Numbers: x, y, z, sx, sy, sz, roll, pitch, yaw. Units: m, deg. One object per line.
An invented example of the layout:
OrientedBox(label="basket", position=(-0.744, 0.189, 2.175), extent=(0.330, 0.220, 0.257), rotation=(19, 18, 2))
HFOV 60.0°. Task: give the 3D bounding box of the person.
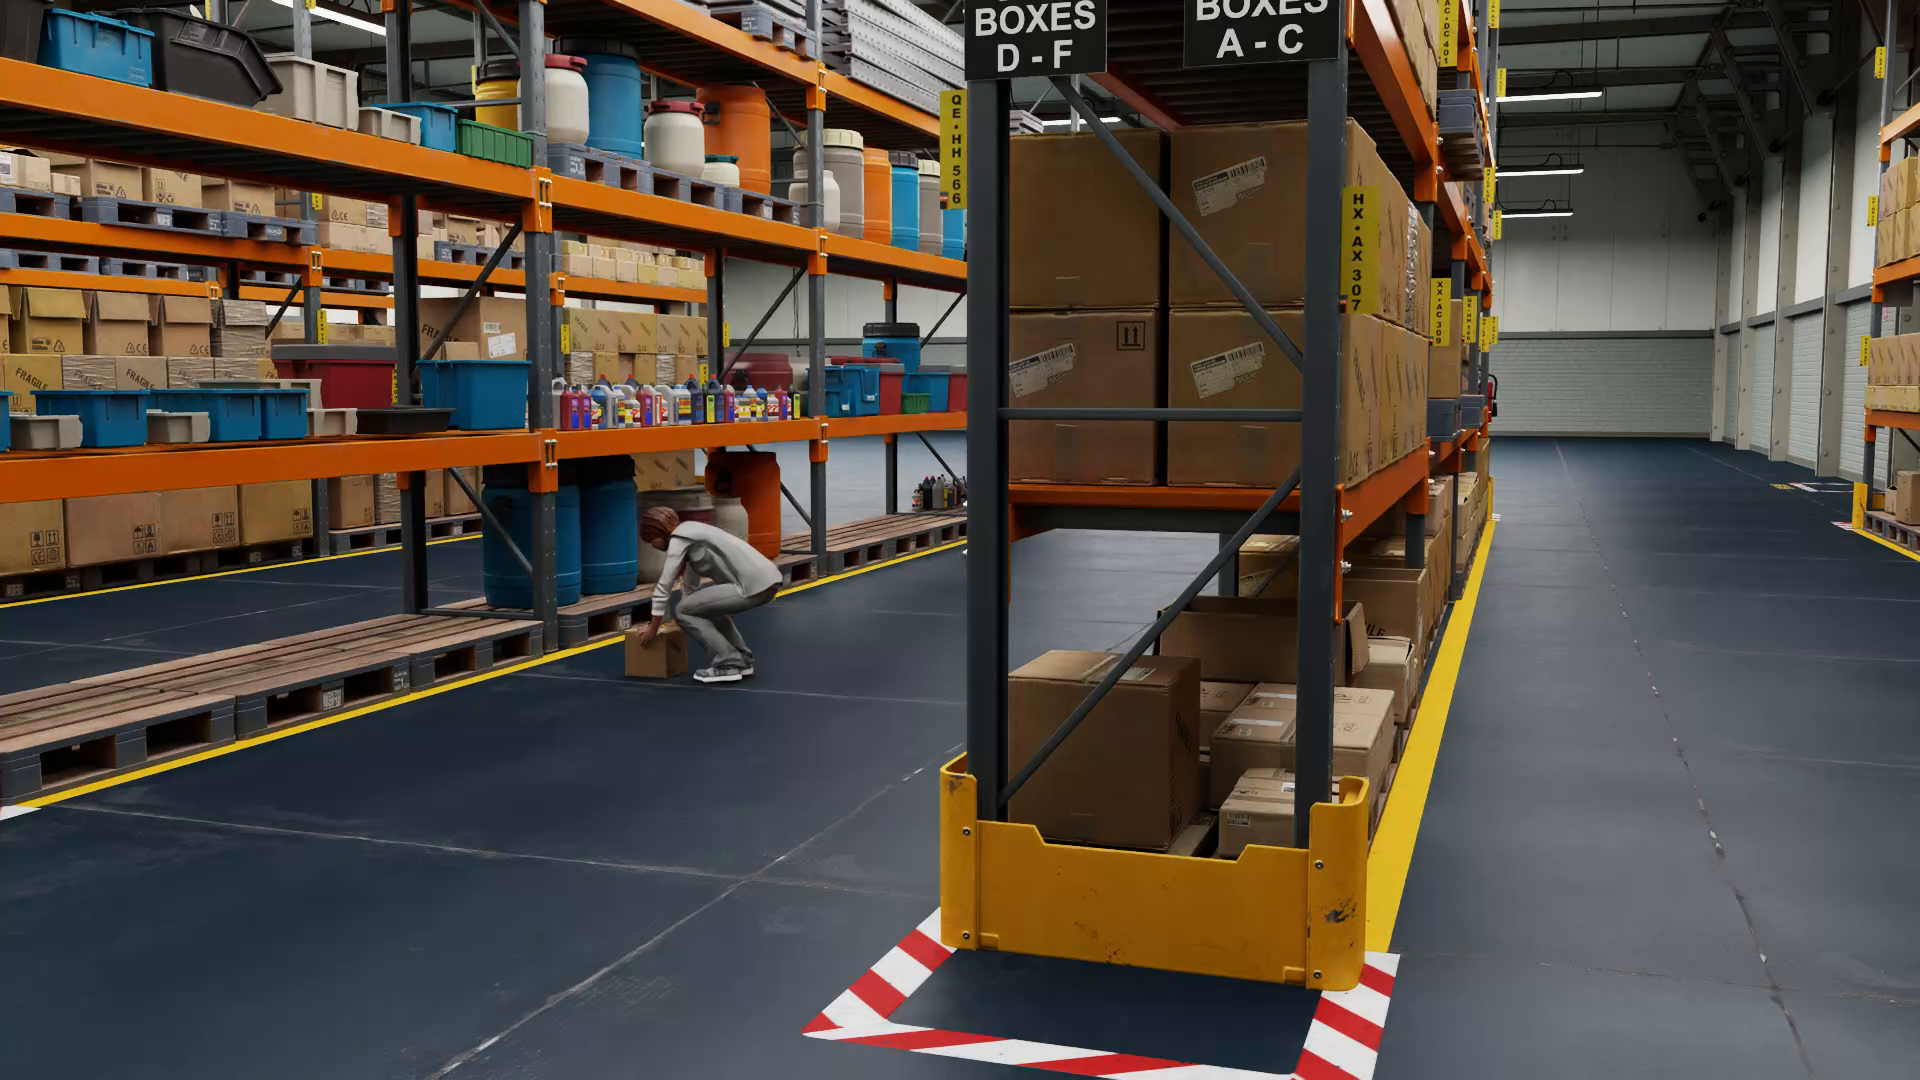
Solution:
OrientedBox(label="person", position=(-1.348, 0.289, 8.959), extent=(0.787, 0.928, 0.445), rotation=(2, 6, 18))
